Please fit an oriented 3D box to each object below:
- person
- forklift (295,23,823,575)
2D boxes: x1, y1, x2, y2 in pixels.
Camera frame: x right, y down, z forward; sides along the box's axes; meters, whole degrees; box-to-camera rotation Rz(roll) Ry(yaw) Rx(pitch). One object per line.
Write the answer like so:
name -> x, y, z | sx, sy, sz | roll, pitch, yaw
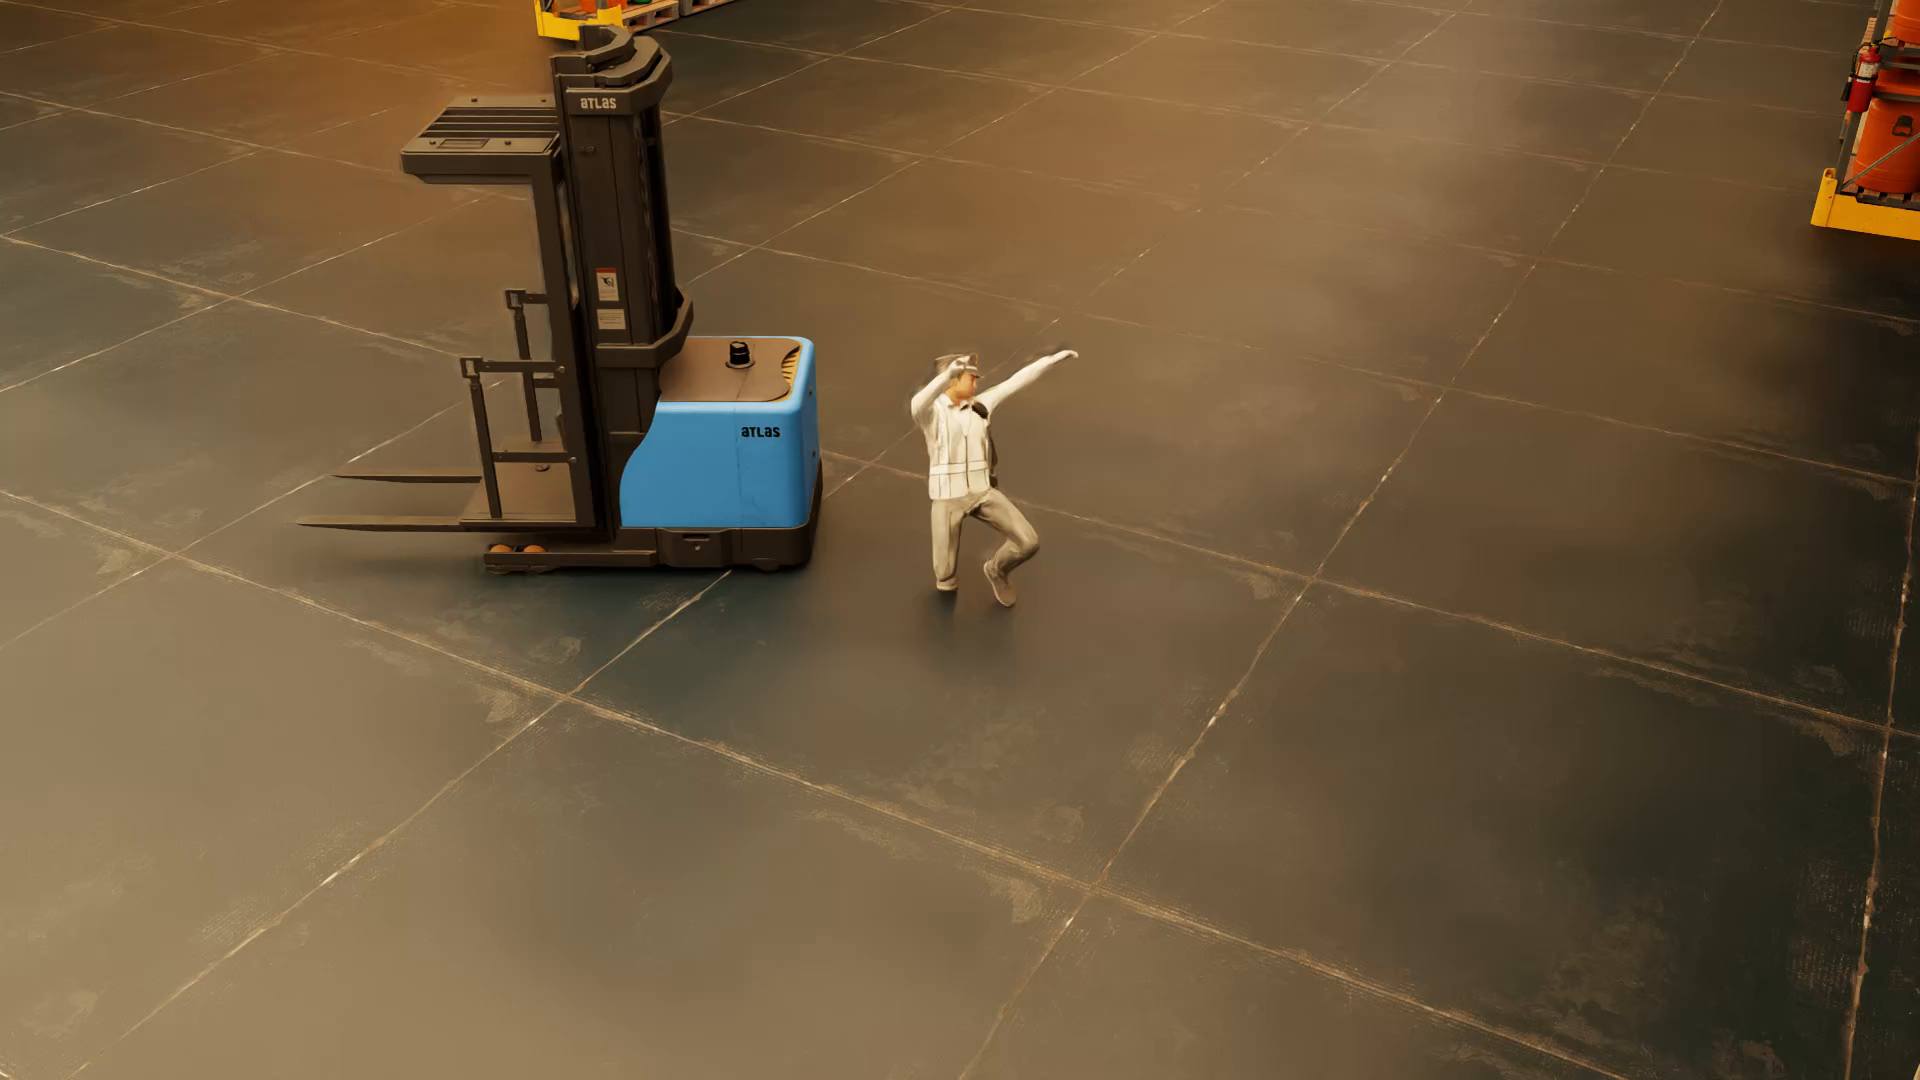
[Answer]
person -> 0.210, -0.381, 9.133 | 1.005, 1.565, 0.818 | -10, 32, -17
forklift -> -2.378, -1.334, 9.381 | 3.031, 2.935, 1.130 | 0, 30, 1
